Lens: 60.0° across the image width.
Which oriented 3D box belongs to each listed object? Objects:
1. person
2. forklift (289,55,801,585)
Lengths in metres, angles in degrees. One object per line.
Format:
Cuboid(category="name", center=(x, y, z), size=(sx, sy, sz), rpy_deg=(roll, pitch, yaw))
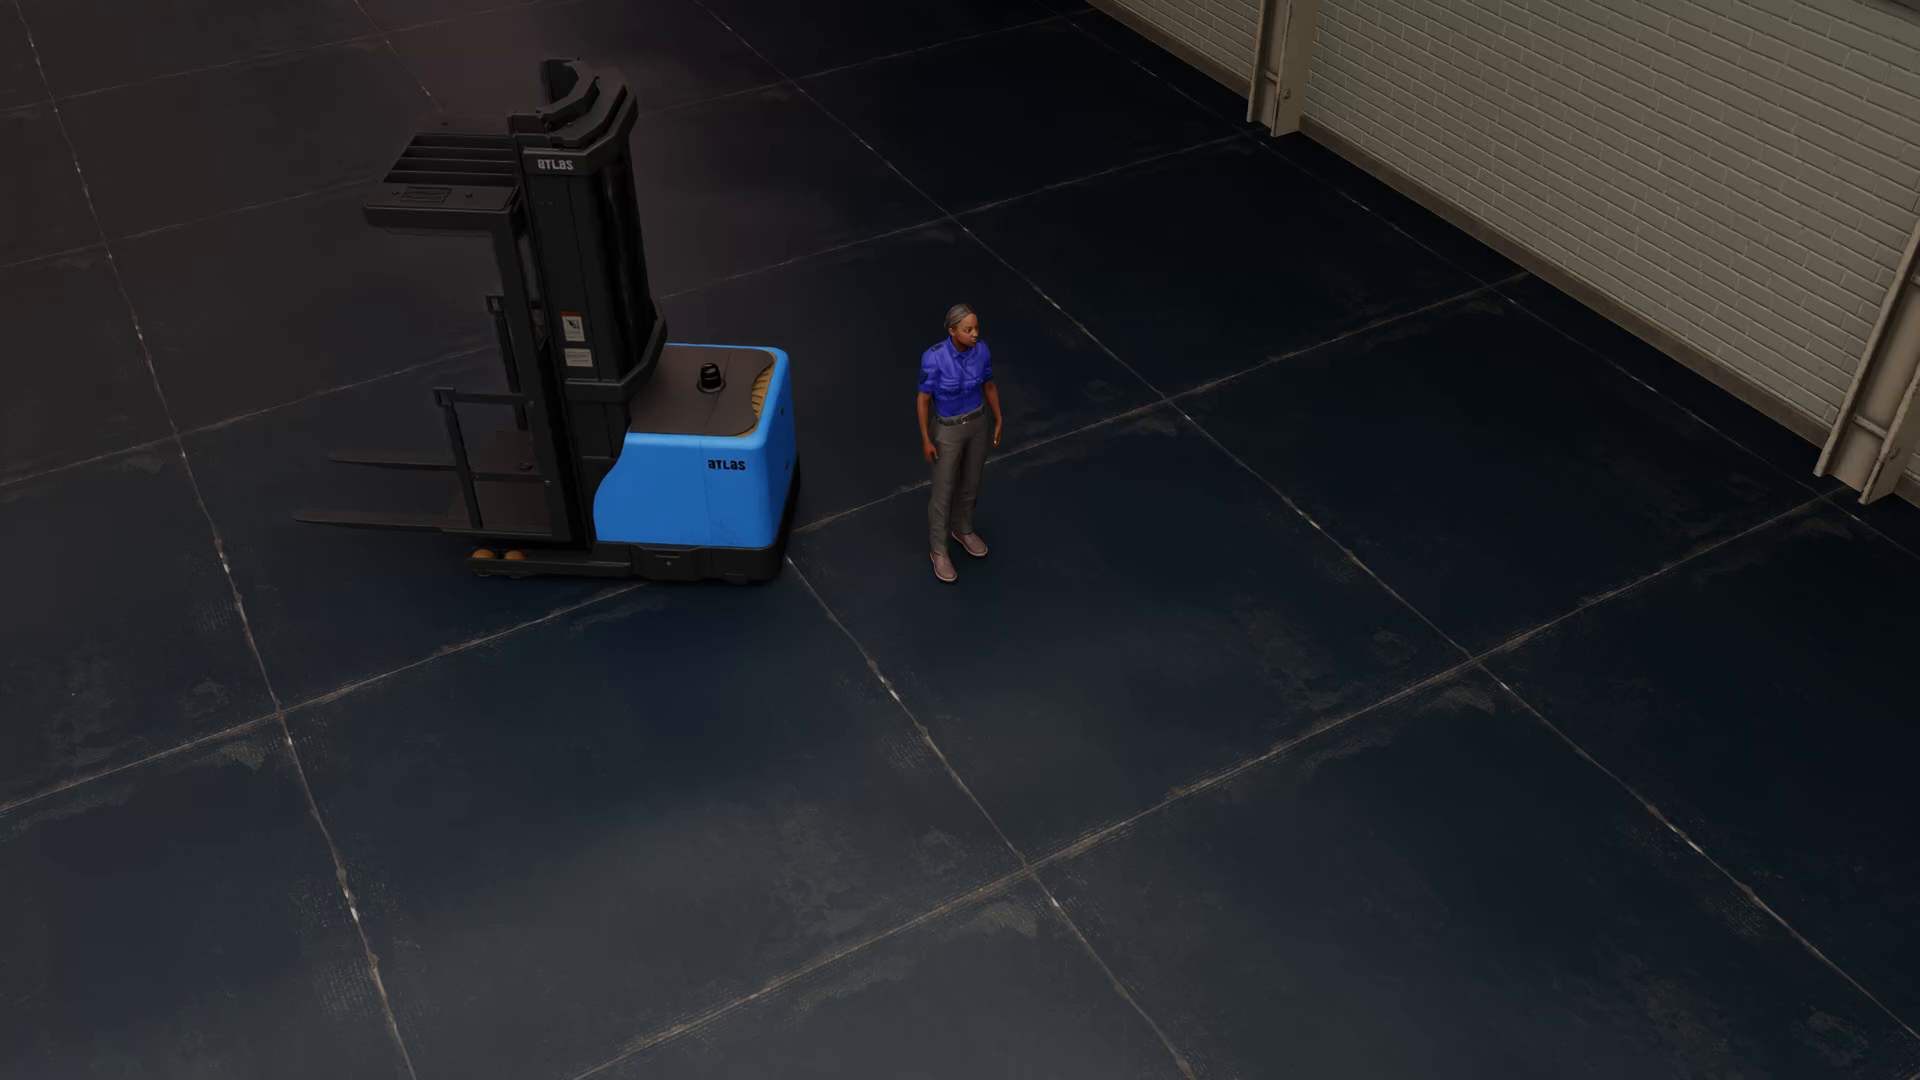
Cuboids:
Cuboid(category="person", center=(0.027, -0.588, 9.733), size=(0.569, 1.655, 0.504), rpy_deg=(-20, 44, -23))
Cuboid(category="forklift", center=(-2.561, -1.231, 9.520), size=(3.031, 2.935, 1.130), rpy_deg=(3, 40, 3))
